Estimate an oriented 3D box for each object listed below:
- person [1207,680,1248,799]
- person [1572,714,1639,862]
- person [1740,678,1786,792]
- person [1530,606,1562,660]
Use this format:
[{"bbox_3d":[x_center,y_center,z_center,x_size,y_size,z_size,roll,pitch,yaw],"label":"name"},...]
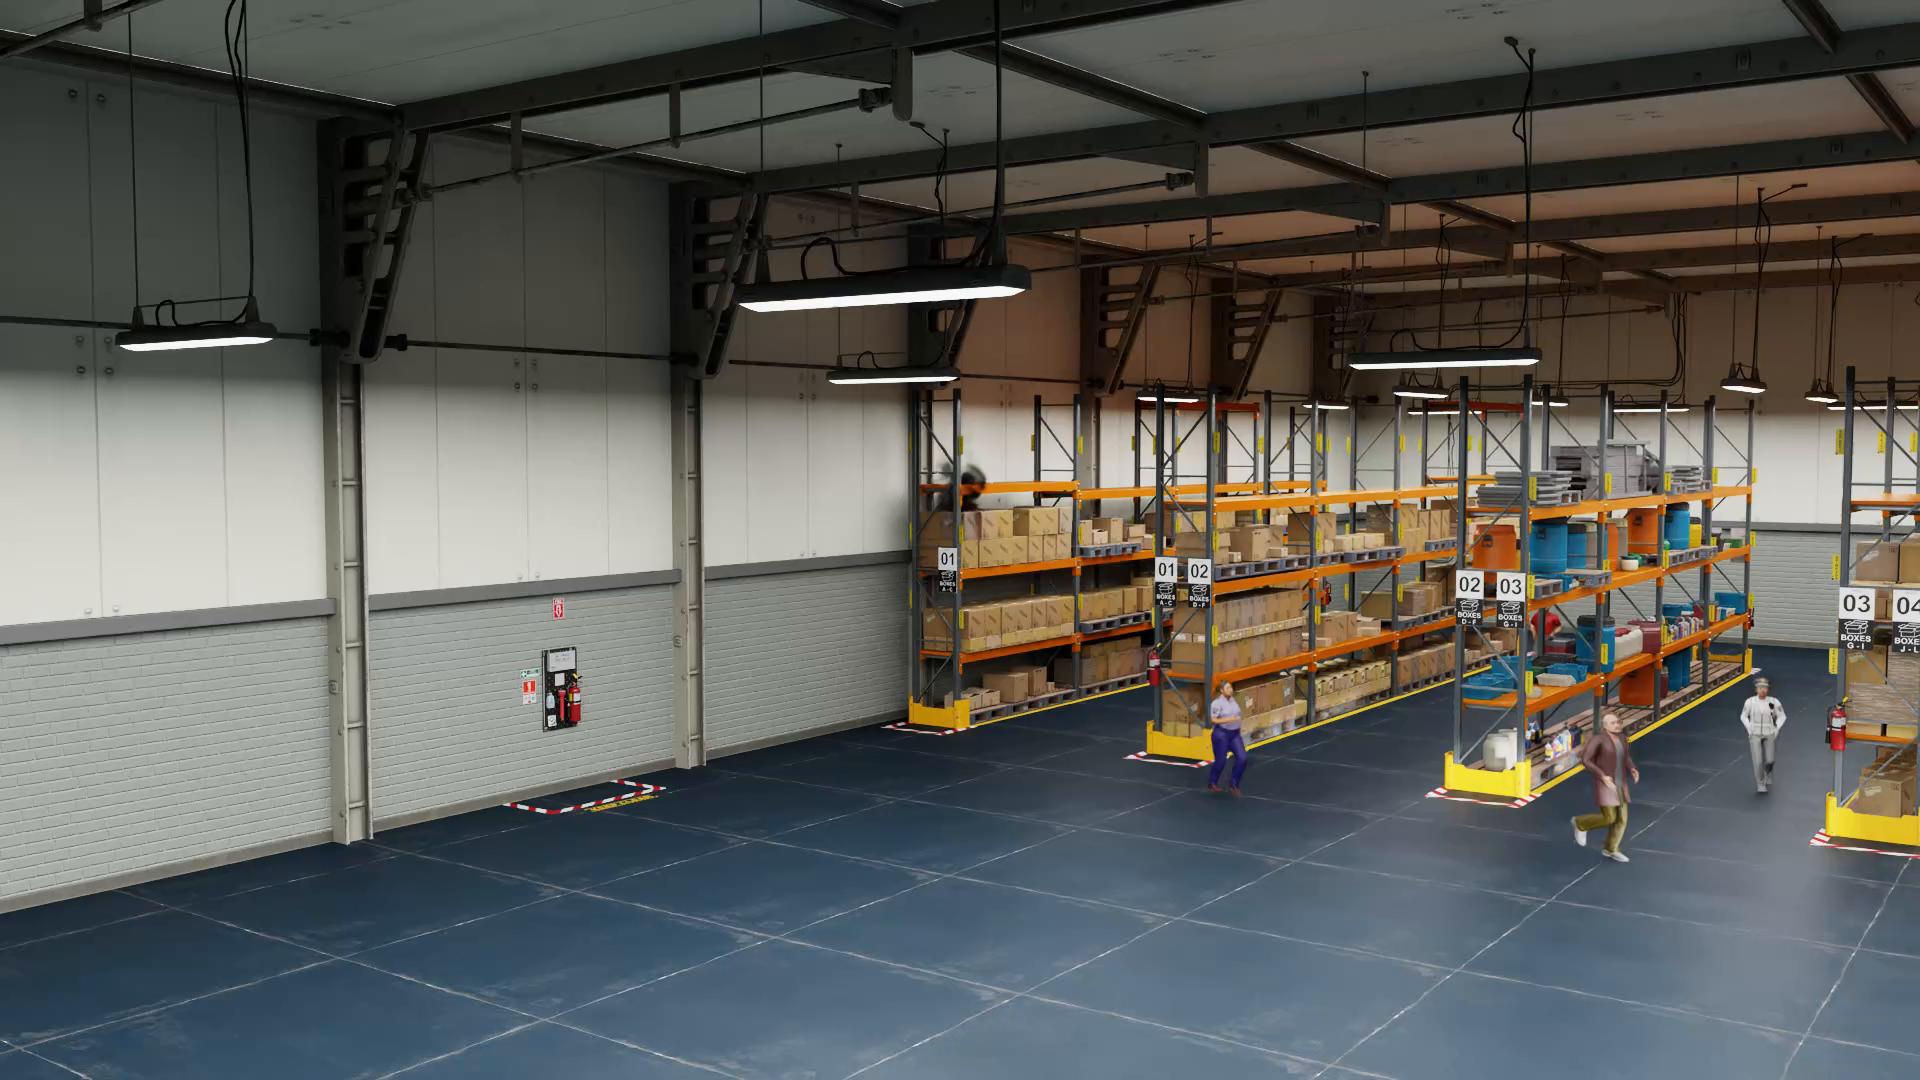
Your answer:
[{"bbox_3d":[3.807,2.842,23.668,0.583,1.693,0.687,-2,4,-29],"label":"person"},{"bbox_3d":[7.879,3.003,20.261,0.712,1.723,0.744,-1,4,-24],"label":"person"},{"bbox_3d":[11.565,2.810,23.960,0.592,1.646,0.519,2,4,27],"label":"person"},{"bbox_3d":[12.439,2.143,35.395,0.658,1.676,0.594,2,4,28],"label":"person"}]
